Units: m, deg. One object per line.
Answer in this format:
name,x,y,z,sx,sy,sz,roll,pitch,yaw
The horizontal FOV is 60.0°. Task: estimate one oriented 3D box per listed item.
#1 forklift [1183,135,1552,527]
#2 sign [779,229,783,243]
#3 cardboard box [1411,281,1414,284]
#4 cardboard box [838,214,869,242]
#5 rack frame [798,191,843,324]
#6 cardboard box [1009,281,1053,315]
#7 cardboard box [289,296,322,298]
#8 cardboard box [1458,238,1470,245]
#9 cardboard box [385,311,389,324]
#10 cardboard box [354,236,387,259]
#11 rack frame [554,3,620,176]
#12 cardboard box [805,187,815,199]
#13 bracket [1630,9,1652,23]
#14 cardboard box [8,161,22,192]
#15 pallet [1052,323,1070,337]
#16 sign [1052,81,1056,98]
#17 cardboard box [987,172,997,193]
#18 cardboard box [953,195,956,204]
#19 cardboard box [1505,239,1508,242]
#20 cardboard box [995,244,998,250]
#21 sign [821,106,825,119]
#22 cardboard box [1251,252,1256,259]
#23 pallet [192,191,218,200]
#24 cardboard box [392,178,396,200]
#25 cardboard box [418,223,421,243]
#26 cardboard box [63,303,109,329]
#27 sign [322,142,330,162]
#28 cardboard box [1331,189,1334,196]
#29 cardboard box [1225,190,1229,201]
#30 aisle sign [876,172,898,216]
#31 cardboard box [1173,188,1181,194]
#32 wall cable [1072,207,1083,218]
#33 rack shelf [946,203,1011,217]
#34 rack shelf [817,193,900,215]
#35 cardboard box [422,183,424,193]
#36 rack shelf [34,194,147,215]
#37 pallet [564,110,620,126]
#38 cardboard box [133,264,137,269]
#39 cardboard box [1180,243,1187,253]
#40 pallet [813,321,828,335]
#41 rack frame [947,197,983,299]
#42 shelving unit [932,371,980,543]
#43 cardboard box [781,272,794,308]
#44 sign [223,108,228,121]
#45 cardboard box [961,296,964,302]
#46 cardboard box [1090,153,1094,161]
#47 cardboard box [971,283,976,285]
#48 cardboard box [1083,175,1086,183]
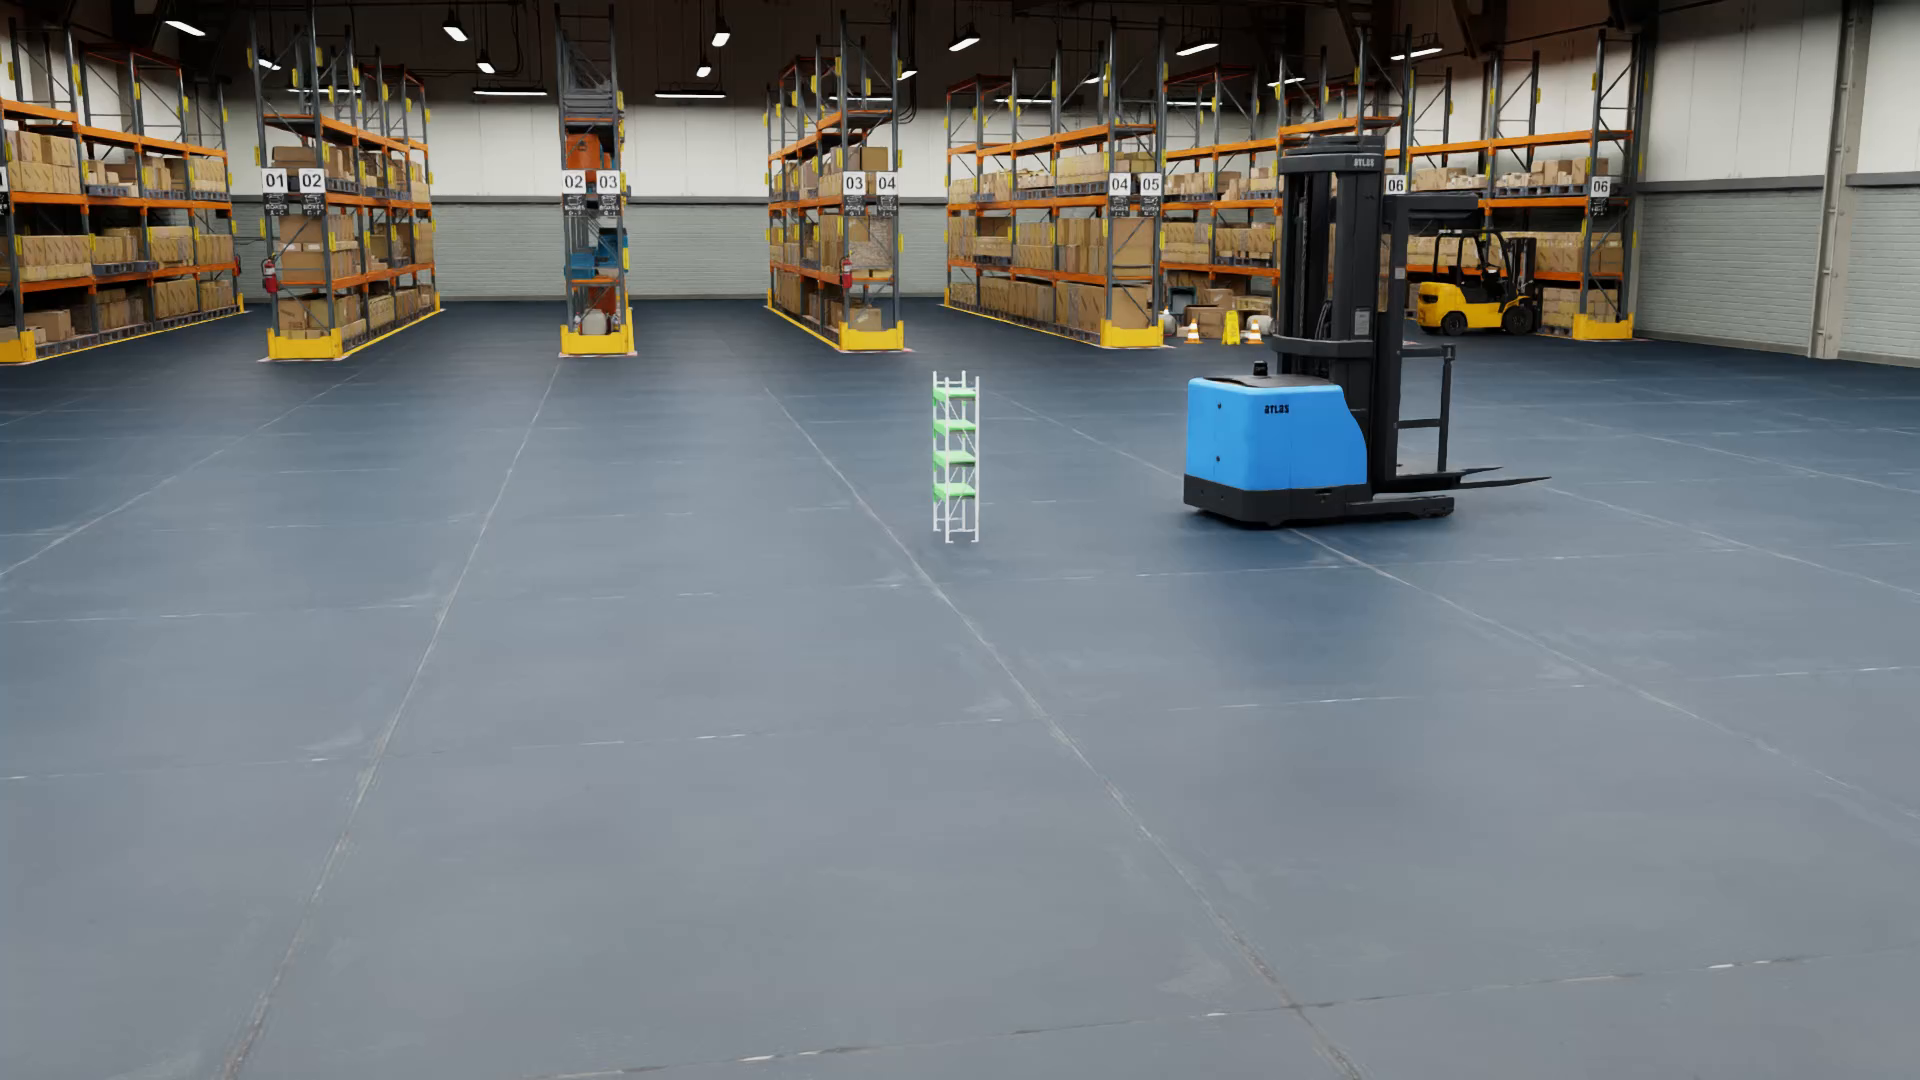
forklift,3.367,-1.694,13.257,3.031,2.935,1.130,-4,12,-22
sign,-4.505,-7.651,41.845,0.100,0.325,0.005,-2,11,-11
cardboard box,11.585,-6.469,41.989,0.380,0.149,0.250,-2,11,-9
cardboard box,-1.977,-5.785,30.830,0.500,0.500,0.500,-2,11,-11
rack frame,-3.183,-6.474,38.186,1.000,3.000,0.127,-2,11,-11
cardboard box,1.732,-5.622,38.604,1.050,0.750,0.750,-2,11,-12
cardboard box,-12.046,-4.233,30.639,0.500,0.500,0.500,-2,11,-11
cardboard box,11.654,-6.841,38.113,0.380,0.149,0.250,-2,11,-13
cardboard box,-12.361,-4.695,35.074,0.500,0.250,0.500,-2,11,-10
cardboard box,-13.134,-6.481,36.834,0.700,0.500,0.500,-6,12,-30
rack frame,-6.486,-7.773,28.970,1.000,3.000,0.127,-2,11,-11
cardboard box,-3.133,-7.590,36.430,0.500,0.250,0.500,-2,11,-10
bracket,13.443,-10.335,32.801,0.235,0.232,0.430,-2,11,-11
cardboard box,-16.023,-6.069,27.717,0.500,0.500,0.500,-2,11,-10
pallet,2.551,-4.390,34.695,1.003,0.211,1.213,-2,11,-11
sign,1.950,-9.325,34.412,0.100,0.325,0.005,-2,11,-11
cardboard box,1.095,-8.812,41.048,0.797,0.503,0.637,-2,11,-12
cardboard box,0.080,-9.314,45.489,0.500,0.250,0.500,-2,11,-9
cardboard box,12.118,-6.487,36.255,0.380,0.149,0.250,-2,11,-11
cardboard box,1.052,-7.036,39.892,0.380,0.149,0.250,-2,11,-10
sign,-3.431,-10.674,41.500,0.100,0.325,0.005,-2,11,-11
cardboard box,6.772,-6.409,37.397,0.380,0.149,0.250,-2,11,-11
pallet,-18.920,-8.471,40.893,1.003,0.211,1.213,-2,11,-11
cardboard box,-13.219,-7.904,37.414,0.910,0.500,0.500,-2,11,-11
cardboard box,-13.596,-7.579,41.054,0.500,0.500,0.500,-2,11,-13
cardboard box,-17.291,-4.415,32.880,0.700,0.500,0.500,-2,11,-12
sign,-10.800,-6.608,28.319,0.100,0.325,0.005,-2,11,-11
cardboard box,7.572,-6.960,33.388,0.380,0.149,0.250,-2,11,-11
cardboard box,6.482,-8.131,39.230,0.396,0.266,0.258,-2,11,-11
aisle sign,-1.321,-6.283,30.232,0.394,0.787,0.004,-2,11,-11
cardboard box,5.662,-8.888,42.350,0.380,0.166,0.250,-3,11,-15
wall cable,3.862,-9.849,53.120,0.585,1.953,0.123,-2,11,-11
rack shelf,0.535,-8.856,44.605,1.077,0.370,4.000,-2,11,-11
rack shelf,-2.016,-6.493,32.192,1.077,0.370,4.000,-2,11,-11
cardboard box,-13.916,-8.958,42.282,0.500,0.250,0.500,-2,11,-11
rack shelf,-17.371,-6.687,33.207,1.077,0.370,4.000,-2,11,-11
pallet,-6.835,-7.843,30.913,1.003,0.211,1.213,-2,11,-11
cardboard box,-17.596,-5.889,35.730,0.380,0.149,0.250,-2,11,-12
cardboard box,5.870,-7.368,41.948,0.500,0.250,0.500,-2,11,-13
pallet,-2.558,-4.513,35.343,1.003,0.211,1.213,-2,11,-11
rack frame,0.146,-8.103,46.746,1.000,3.000,0.127,-2,11,-11
shelving unit,-0.032,-0.620,12.244,0.258,1.200,0.503,-2,11,-11
cardboard box,-3.817,-6.253,41.587,1.225,0.875,0.875,-2,11,-11
sign,-18.780,-10.863,42.490,0.100,0.325,0.005,-2,11,-11
cardboard box,0.248,-6.518,44.919,0.380,0.149,0.250,-2,11,-11
cardboard box,2.710,-7.355,31.945,0.380,0.149,0.250,-2,11,-10
cardboard box,0.490,-7.065,46.202,0.380,0.149,0.250,-2,11,-10
cardboard box,2.614,-7.056,32.502,0.380,0.149,0.250,-2,11,-11
